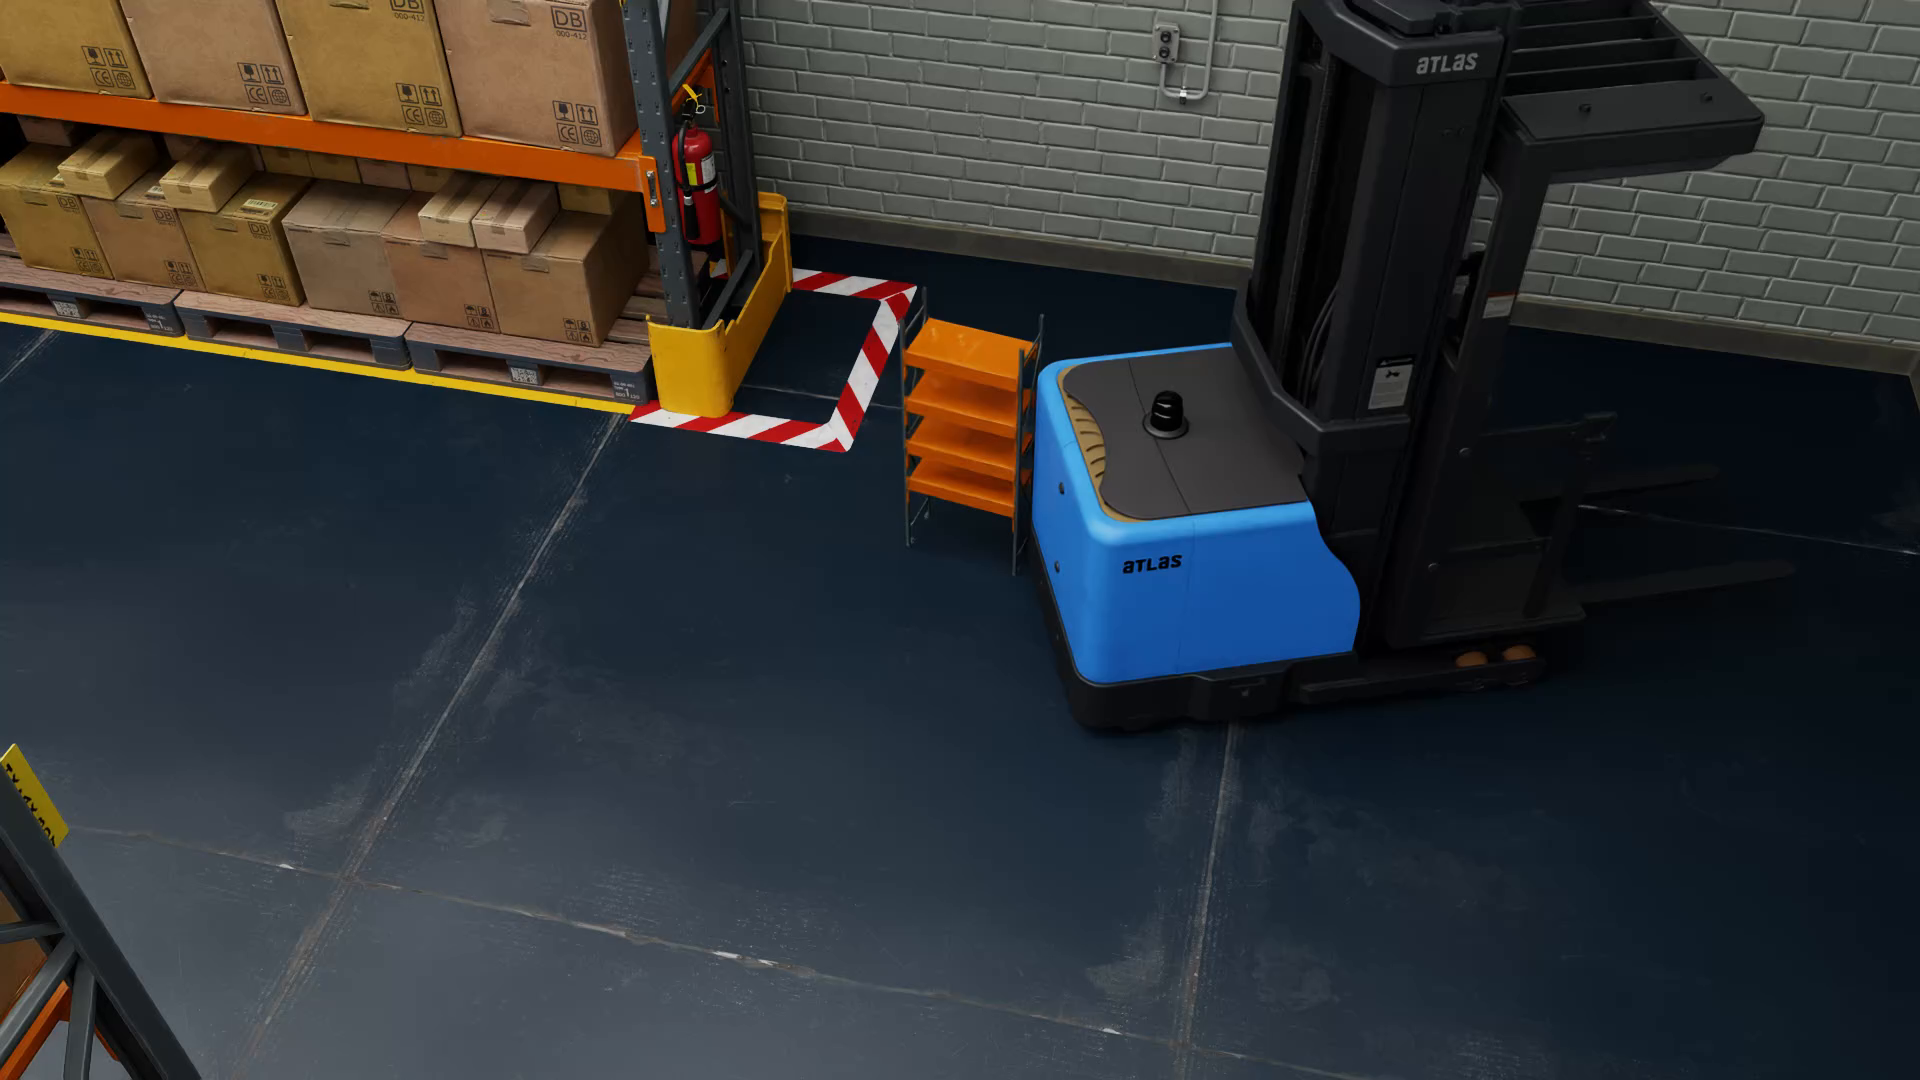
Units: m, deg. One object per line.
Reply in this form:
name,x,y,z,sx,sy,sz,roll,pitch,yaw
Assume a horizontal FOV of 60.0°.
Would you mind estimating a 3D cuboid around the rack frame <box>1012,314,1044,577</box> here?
rack frame,0.272,-0.355,6.714,0.015,1.200,0.240,16,46,16

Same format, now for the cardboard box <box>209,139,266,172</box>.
cardboard box,-3.440,-1.976,8.132,0.250,0.149,0.380,9,45,9

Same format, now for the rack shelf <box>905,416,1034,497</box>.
rack shelf,0.046,-0.370,6.826,0.480,0.148,0.258,16,46,16

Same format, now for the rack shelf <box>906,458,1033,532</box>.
rack shelf,0.046,-0.227,6.964,0.480,0.148,0.258,16,46,16

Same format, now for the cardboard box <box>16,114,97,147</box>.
cardboard box,-4.458,-2.133,8.295,0.250,0.149,0.380,9,45,9

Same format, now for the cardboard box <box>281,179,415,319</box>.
cardboard box,-2.848,-1.509,8.115,0.500,0.500,0.700,7,44,8

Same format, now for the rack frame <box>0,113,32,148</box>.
rack frame,-5.068,-2.675,7.826,0.127,3.000,1.000,9,45,9

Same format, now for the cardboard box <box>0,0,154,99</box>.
cardboard box,-3.831,-2.575,7.506,0.700,0.700,0.980,8,44,8

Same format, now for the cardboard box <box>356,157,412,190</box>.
cardboard box,-2.690,-1.860,8.012,0.250,0.149,0.380,9,45,10

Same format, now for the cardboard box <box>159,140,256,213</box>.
cardboard box,-3.556,-1.722,7.868,0.250,0.149,0.380,8,44,8

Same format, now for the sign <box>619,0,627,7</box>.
sign,-1.296,-2.206,6.333,0.005,0.325,0.100,9,45,9

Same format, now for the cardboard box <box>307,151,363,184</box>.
cardboard box,-2.941,-1.899,8.052,0.250,0.149,0.380,9,45,9

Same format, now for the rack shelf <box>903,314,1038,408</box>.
rack shelf,0.046,-0.702,6.507,0.480,0.148,0.258,16,46,16

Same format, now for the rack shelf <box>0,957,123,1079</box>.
rack shelf,-4.194,1.240,4.277,4.000,0.370,1.077,9,45,9

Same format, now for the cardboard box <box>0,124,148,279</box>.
cardboard box,-4.360,-1.743,8.357,0.500,0.500,0.700,9,45,10

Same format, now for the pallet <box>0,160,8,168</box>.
pallet,-5.837,-1.736,8.861,1.213,0.211,1.003,9,45,9

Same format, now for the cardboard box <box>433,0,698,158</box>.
cardboard box,-1.664,-2.247,7.166,0.700,0.700,0.980,11,45,11

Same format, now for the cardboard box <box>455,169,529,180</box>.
cardboard box,-2.198,-1.784,7.933,0.250,0.149,0.380,9,45,9

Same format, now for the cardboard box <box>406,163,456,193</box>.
cardboard box,-2.442,-1.822,7.972,0.250,0.149,0.380,9,45,9

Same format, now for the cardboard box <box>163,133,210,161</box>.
cardboard box,-3.686,-2.015,8.172,0.250,0.149,0.380,8,44,8

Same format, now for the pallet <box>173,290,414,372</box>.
pallet,-3.148,-1.319,8.428,1.213,0.211,1.003,9,45,9

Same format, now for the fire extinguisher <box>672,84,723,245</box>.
fire extinguisher,-1.118,-1.572,7.004,0.183,0.674,0.296,9,45,9

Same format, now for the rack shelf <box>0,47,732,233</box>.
rack shelf,-3.116,-2.113,7.761,4.000,0.370,1.077,9,45,9

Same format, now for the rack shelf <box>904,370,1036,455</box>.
rack shelf,0.046,-0.531,6.671,0.480,0.148,0.258,16,46,16

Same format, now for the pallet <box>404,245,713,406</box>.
pallet,-1.961,-1.132,8.234,1.213,0.211,1.003,9,45,9

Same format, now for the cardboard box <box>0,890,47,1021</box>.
cardboard box,-2.618,1.002,3.934,0.500,0.500,0.500,10,45,10

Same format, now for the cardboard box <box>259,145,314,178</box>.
cardboard box,-3.188,-1.937,8.092,0.250,0.149,0.380,8,44,8

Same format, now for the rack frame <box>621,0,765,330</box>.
rack frame,-1.164,-2.069,7.196,0.127,3.000,1.000,9,45,9

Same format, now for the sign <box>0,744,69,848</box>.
sign,-2.124,0.605,3.794,0.005,0.325,0.100,9,45,9

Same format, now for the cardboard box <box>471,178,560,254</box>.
cardboard box,-2.034,-1.488,7.625,0.250,0.149,0.380,8,45,9

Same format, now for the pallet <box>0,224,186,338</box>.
pallet,-4.343,-1.502,8.618,1.213,0.211,1.003,9,45,9

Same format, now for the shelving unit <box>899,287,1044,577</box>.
shelving unit,0.046,-0.418,6.780,0.503,1.200,0.258,16,46,16

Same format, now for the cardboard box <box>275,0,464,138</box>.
cardboard box,-2.376,-2.350,7.272,0.700,0.700,0.980,8,45,9

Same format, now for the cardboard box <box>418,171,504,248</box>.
cardboard box,-2.284,-1.526,7.664,0.250,0.149,0.380,10,45,10

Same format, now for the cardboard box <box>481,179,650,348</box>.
cardboard box,-1.869,-1.358,7.958,0.500,0.500,0.700,9,45,9

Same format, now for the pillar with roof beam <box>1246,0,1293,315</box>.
pillar with roof beam,0.720,-1.493,2.273,0.400,9.000,9.100,9,45,9

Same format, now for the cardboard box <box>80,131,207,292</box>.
cardboard box,-3.871,-1.664,8.276,0.500,0.500,0.700,8,45,9

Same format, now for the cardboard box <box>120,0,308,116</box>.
cardboard box,-3.118,-2.472,7.399,0.700,0.700,0.980,7,44,7

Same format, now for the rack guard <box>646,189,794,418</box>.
rack guard,-1.141,-1.165,8.060,0.348,0.500,1.175,9,45,9

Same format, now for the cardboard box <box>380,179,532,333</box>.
cardboard box,-2.357,-1.434,8.036,0.500,0.500,0.700,9,45,9

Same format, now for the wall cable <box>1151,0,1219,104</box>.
wall cable,0.292,-2.881,7.308,1.851,1.984,0.084,9,45,9

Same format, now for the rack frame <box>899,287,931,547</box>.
rack frame,-0.180,-0.481,6.845,0.015,1.200,0.240,16,46,16

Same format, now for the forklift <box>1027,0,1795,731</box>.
forklift,1.848,-0.813,5.941,3.031,2.935,1.130,-7,44,-7

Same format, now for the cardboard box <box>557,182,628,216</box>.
cardboard box,-1.703,-1.708,7.854,0.250,0.149,0.380,9,45,9

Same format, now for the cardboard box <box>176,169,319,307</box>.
cardboard box,-3.370,-1.585,8.194,0.500,0.500,0.700,10,45,10

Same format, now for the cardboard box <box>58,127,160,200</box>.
cardboard box,-4.066,-1.801,7.950,0.250,0.149,0.380,10,45,10
